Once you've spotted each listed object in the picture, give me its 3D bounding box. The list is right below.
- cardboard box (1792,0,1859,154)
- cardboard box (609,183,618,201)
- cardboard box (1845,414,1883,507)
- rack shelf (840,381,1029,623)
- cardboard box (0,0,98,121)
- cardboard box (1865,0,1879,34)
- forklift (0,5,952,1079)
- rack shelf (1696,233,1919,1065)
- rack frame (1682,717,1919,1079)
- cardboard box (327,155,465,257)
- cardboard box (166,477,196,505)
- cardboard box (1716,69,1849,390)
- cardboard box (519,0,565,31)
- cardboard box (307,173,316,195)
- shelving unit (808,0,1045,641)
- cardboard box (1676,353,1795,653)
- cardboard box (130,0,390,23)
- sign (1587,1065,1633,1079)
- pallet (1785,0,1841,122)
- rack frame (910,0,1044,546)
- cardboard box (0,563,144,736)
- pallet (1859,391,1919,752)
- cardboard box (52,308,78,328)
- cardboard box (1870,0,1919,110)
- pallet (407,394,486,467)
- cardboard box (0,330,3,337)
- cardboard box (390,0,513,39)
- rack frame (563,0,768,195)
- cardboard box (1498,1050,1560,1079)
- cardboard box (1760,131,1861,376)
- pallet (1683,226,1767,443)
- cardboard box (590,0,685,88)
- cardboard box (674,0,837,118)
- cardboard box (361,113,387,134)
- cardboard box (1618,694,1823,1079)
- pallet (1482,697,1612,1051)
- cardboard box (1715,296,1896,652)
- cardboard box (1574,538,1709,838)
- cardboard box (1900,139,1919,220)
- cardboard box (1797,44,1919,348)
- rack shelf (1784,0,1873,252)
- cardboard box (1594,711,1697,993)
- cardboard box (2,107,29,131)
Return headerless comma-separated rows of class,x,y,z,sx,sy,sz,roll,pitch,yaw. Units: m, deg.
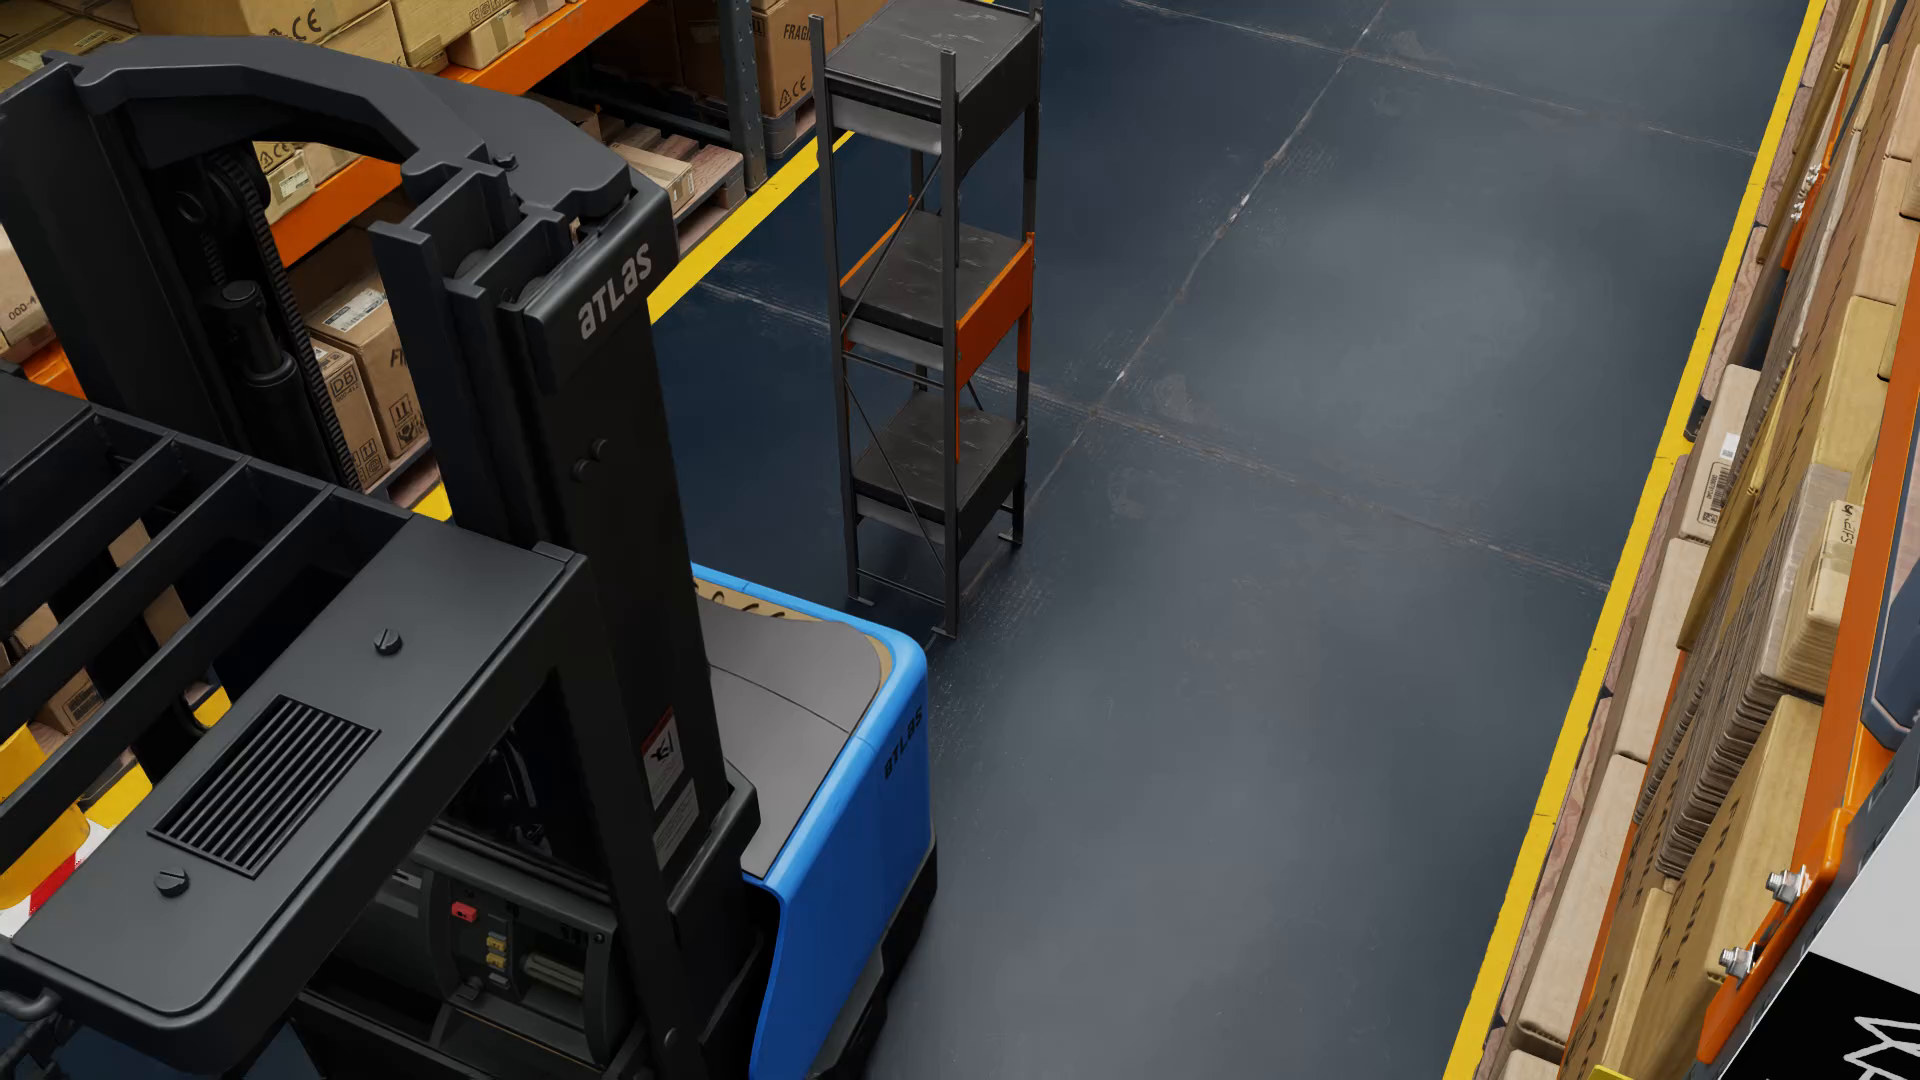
cardboard box,4.129,-2.078,6.893,0.875,0.875,0.875,21,49,20
cardboard box,-1.313,-1.459,6.793,0.380,0.149,0.250,19,48,18
cardboard box,1.511,-0.016,2.427,0.380,0.149,0.250,22,49,20
rack shelf,-0.077,-0.132,5.408,0.431,0.518,0.480,20,49,19
cardboard box,-2.718,-1.306,4.828,0.500,0.250,0.500,22,49,20
cardboard box,3.306,-1.759,5.485,0.500,0.250,0.500,20,49,19
forklift,-1.077,0.724,2.974,1.130,2.935,3.031,17,48,16
rack shelf,2.155,-0.667,2.697,1.077,0.370,4.000,20,49,19
rack frame,1.227,1.395,2.263,1.000,3.000,0.127,20,49,19
cardboard box,-1.890,-1.045,6.136,0.700,0.500,0.500,19,48,18
cardboard box,-2.372,-0.391,5.489,0.700,0.500,0.500,22,49,21
cardboard box,3.301,-0.943,5.772,0.875,0.875,0.875,22,49,20
cardboard box,-1.585,-1.890,5.686,0.380,0.149,0.250,22,49,20
cardboard box,-2.134,-1.065,4.871,0.380,0.149,0.250,19,48,18
shelving unit,-0.077,-0.634,4.900,0.431,2.100,0.503,20,49,19
cardboard box,1.921,0.000,3.571,0.500,0.500,0.500,22,49,20
cardboard box,-2.026,-1.699,4.690,0.500,0.500,0.500,22,49,20
sign,0.753,0.716,1.952,0.100,0.325,0.005,20,49,19
pallet,4.508,-2.193,7.769,1.003,0.211,1.213,20,49,19
rack frame,0.036,-0.788,5.052,0.400,2.100,0.015,20,49,19
cardboard box,-2.803,0.134,4.969,0.797,0.503,0.637,19,48,18
pallet,1.562,-0.100,1.693,1.003,0.211,1.213,20,49,19
cardboard box,-2.607,-0.623,4.433,0.380,0.149,0.250,20,49,19
cardboard box,2.648,-1.292,4.145,0.500,0.500,0.500,21,49,19
pallet,-2.199,-0.578,6.173,1.003,0.211,1.213,20,49,19
cardboard box,-2.722,-0.491,4.022,0.500,0.250,0.500,21,49,19
cardboard box,-1.797,-1.782,5.299,0.500,0.250,0.500,20,49,19
rack frame,-1.314,-2.762,6.371,1.000,3.000,0.127,20,49,19
cardboard box,1.445,1.699,3.468,0.875,0.438,0.875,19,48,18
cardboard box,2.397,-0.636,4.199,0.500,0.500,0.500,21,49,19
pallet,3.375,-0.656,6.250,1.003,0.211,1.213,20,49,19
cardboard box,-1.348,-2.438,7.513,0.500,0.500,0.500,20,49,19
cardboard box,-0.891,-2.261,7.338,0.500,0.500,0.500,22,49,21
cardboard box,-1.971,-1.423,5.224,0.380,0.149,0.250,20,49,19
cardboard box,1.240,0.626,2.249,0.500,0.500,0.500,22,49,20
pallet,2.096,1.080,4.535,1.003,0.211,1.213,20,49,19
cardboard box,1.689,-0.024,2.891,0.500,0.500,0.500,20,49,19
cardboard box,2.282,0.552,4.602,0.875,0.438,0.875,19,48,18
cardboard box,1.984,-0.674,3.077,0.380,0.149,0.250,21,49,19
cardboard box,2.160,-0.657,3.517,0.500,0.500,0.500,21,49,20
rack shelf,4.012,-2.132,6.254,1.077,0.370,4.000,20,49,19
cardboard box,1.463,0.657,2.921,0.500,0.500,0.500,19,48,18
cardboard box,-2.256,-1.129,4.653,0.500,0.250,0.500,20,49,18
